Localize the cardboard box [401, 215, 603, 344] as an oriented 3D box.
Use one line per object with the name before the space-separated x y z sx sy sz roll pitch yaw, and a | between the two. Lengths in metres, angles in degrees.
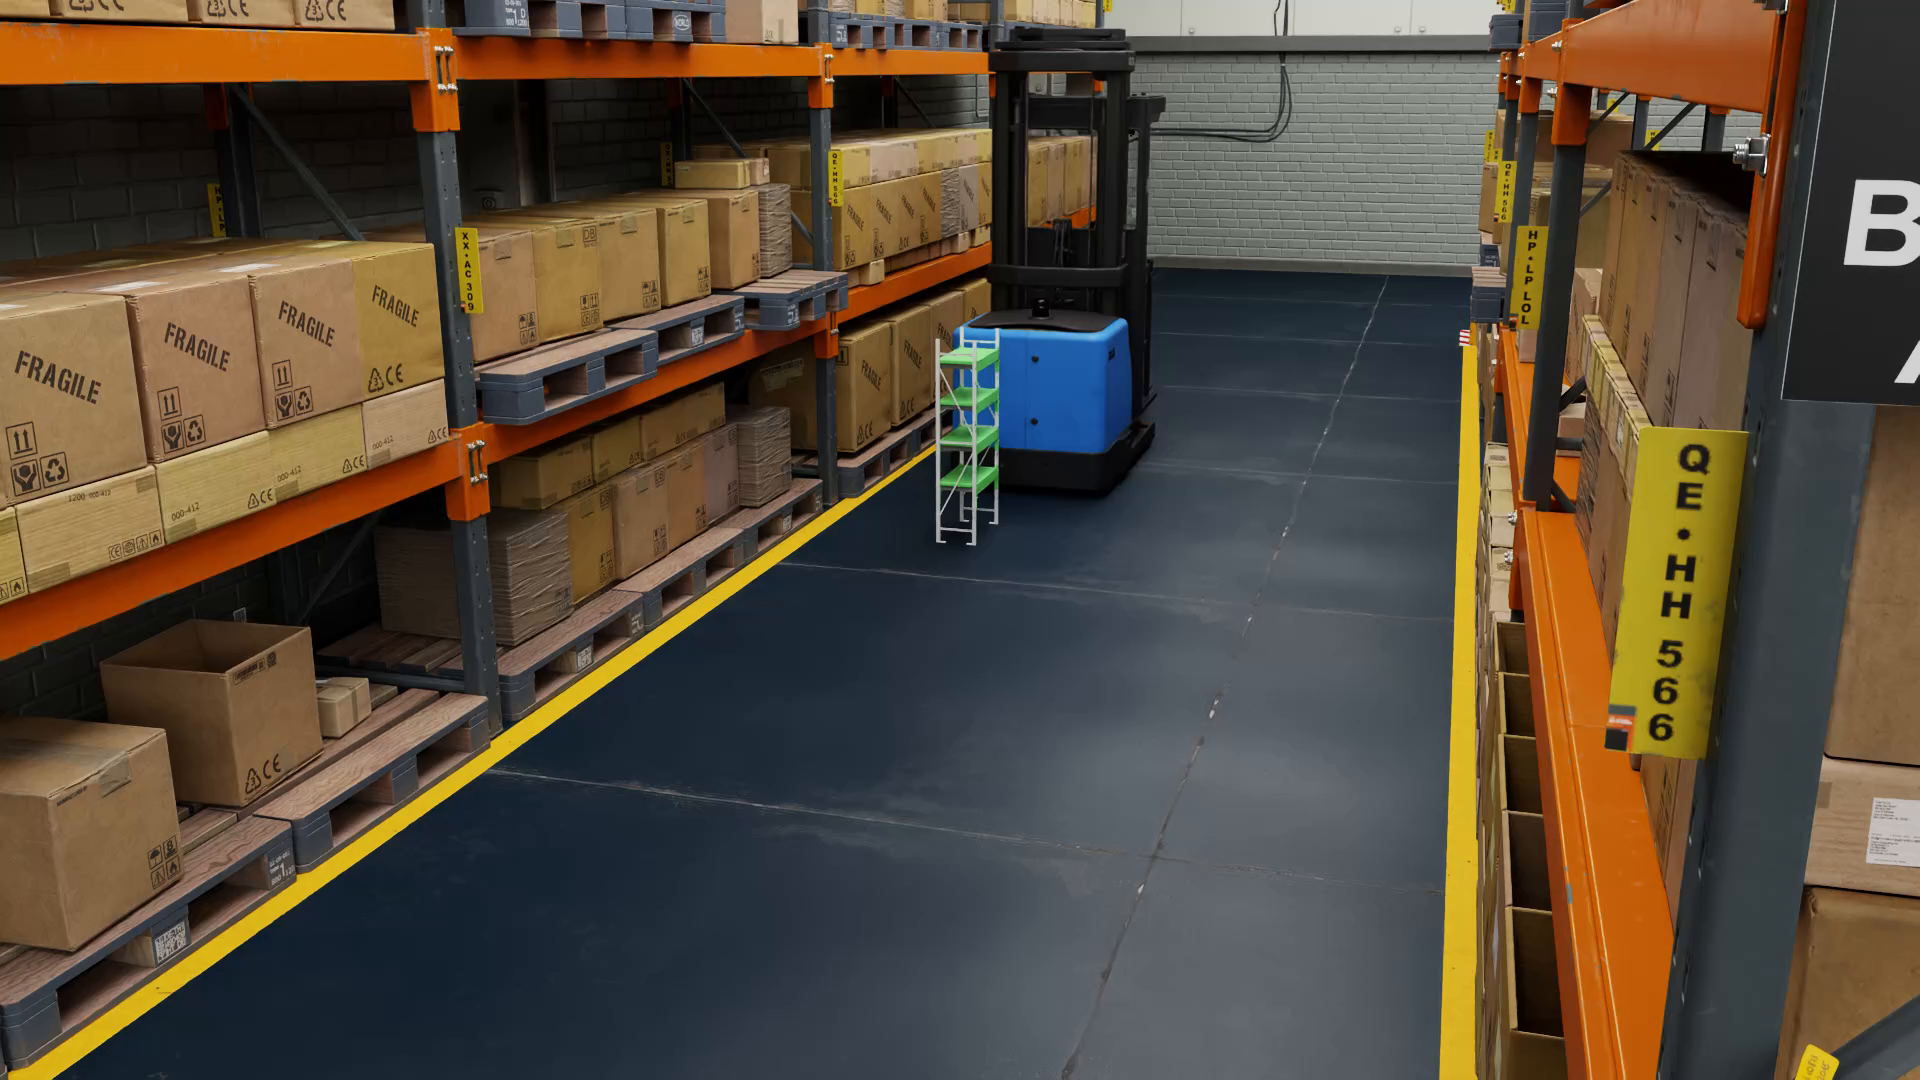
cardboard box | -2.070 -1.195 7.555 0.700 0.500 0.500 6 17 22

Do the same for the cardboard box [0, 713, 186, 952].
cardboard box | -2.849 0.867 5.049 0.700 0.500 0.500 4 16 12

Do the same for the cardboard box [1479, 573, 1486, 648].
cardboard box | 2.613 0.315 7.491 0.500 0.250 0.500 5 17 17

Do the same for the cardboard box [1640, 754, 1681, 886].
cardboard box | 1.637 0.334 2.970 0.700 0.500 0.500 5 17 16

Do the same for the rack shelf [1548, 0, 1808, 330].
rack shelf | 1.769 -0.849 3.148 1.077 0.370 4.000 5 16 16

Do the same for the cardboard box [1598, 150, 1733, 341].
cardboard box | 2.217 -0.831 4.703 0.700 0.500 0.500 5 17 16

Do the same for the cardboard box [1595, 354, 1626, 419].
cardboard box | 1.859 -0.379 4.295 0.380 0.149 0.250 4 16 15

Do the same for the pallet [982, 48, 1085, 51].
pallet | 0.796 -5.004 16.639 1.003 0.211 1.213 5 16 16

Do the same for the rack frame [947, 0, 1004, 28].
rack frame | -0.140 -5.638 13.216 1.000 3.000 0.127 5 16 16

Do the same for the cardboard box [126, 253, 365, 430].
cardboard box | -2.388 -0.678 5.588 0.500 0.500 0.500 5 16 16

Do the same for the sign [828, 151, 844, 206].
sign | -0.754 -2.185 10.058 0.100 0.325 0.005 5 16 16

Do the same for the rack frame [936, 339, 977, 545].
rack frame | -0.022 -0.557 9.593 0.240 1.200 0.015 5 16 16

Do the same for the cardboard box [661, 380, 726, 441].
cardboard box | -1.653 -0.739 9.336 0.500 0.250 0.500 5 17 17

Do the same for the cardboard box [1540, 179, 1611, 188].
cardboard box | 3.988 -1.970 10.326 0.700 0.500 0.500 8 18 26

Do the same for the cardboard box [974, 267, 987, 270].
cardboard box | 0.234 -2.502 15.774 0.380 0.149 0.250 5 17 16

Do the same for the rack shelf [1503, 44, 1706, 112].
rack shelf | 4.042 -2.942 10.527 1.077 0.370 4.000 5 16 16

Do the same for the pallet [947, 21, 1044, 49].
pallet | 0.103 -4.365 14.389 1.003 0.211 1.213 5 16 16

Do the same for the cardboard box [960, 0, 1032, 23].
cardboard box | 0.309 -4.533 14.140 0.500 0.250 0.500 5 16 16

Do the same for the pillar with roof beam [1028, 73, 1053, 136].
pillar with roof beam | 5.062 -7.124 18.455 9.100 9.000 0.400 5 16 16

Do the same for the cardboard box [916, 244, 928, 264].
cardboard box | -0.454 -2.133 12.275 0.380 0.149 0.250 5 17 18

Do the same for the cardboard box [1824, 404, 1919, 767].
cardboard box | 1.360 -0.036 1.900 0.700 0.500 0.500 5 16 16

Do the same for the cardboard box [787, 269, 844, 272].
cardboard box | -0.961 -1.662 10.617 0.380 0.149 0.250 4 16 15

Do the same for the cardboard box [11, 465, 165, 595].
cardboard box | -2.677 -0.055 4.763 0.500 0.250 0.500 5 17 16

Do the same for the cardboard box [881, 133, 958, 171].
cardboard box | -0.327 -2.905 12.435 0.500 0.250 0.500 5 17 17

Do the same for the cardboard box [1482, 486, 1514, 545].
cardboard box | 2.755 -0.086 7.876 0.500 0.311 0.500 4 16 14

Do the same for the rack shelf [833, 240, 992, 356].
rack shelf | -0.708 -1.882 12.288 1.077 0.370 4.000 5 16 16

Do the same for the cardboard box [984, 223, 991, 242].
cardboard box | 0.035 -2.530 13.677 0.380 0.149 0.250 5 17 16

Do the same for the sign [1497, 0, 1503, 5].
sign | 5.227 -5.321 15.993 0.100 0.325 0.005 5 16 16

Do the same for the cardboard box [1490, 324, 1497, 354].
cardboard box | 3.955 -1.369 11.560 0.500 0.250 0.500 5 16 16

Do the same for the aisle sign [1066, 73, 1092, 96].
aisle sign | 1.305 -5.045 17.353 0.394 0.787 0.004 5 16 16

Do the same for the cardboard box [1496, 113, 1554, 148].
cardboard box | 4.937 -3.448 14.472 0.500 0.500 0.500 4 16 15

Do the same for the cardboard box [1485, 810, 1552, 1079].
cardboard box | 1.481 0.974 3.794 0.500 0.500 0.500 5 16 16

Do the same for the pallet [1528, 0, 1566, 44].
pallet | 3.367 -2.490 7.960 1.213 0.211 1.003 5 17 18

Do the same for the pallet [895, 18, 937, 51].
pallet | -0.830 -3.523 11.602 1.003 0.211 1.213 5 17 18

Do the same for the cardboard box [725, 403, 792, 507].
cardboard box | -1.431 -0.522 9.947 0.700 0.500 0.500 5 17 17

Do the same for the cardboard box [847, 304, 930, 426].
cardboard box | -0.687 -1.284 12.029 0.750 0.750 0.750 5 16 16

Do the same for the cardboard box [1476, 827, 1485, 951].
cardboard box | 1.768 1.073 4.818 0.500 0.250 0.500 5 16 16

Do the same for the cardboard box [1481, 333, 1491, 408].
cardboard box | 4.240 -1.270 12.585 0.500 0.500 0.500 4 16 13

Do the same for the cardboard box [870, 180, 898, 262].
cardboard box | -0.735 -2.150 11.146 0.500 0.500 0.500 5 17 18

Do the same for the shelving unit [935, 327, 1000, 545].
shelving unit | 0.047 -0.621 9.818 0.258 1.200 0.503 5 16 16

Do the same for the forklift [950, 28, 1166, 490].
forklift | 0.824 -2.091 11.830 1.130 2.935 3.031 4 16 15

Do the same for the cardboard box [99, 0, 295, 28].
cardboard box | -2.476 -1.877 5.233 0.500 0.500 0.500 3 16 11

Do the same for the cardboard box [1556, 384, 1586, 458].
cardboard box | 2.411 -0.455 6.184 0.396 0.266 0.258 4 16 15

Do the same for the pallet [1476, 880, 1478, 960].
pallet | 2.071 1.271 4.963 1.003 0.211 1.213 5 16 16

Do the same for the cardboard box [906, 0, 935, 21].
cardboard box | -0.591 -4.082 12.238 0.700 0.500 0.500 4 16 15

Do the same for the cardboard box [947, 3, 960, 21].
cardboard box | -0.170 -4.570 14.270 0.500 0.250 0.500 5 17 16
